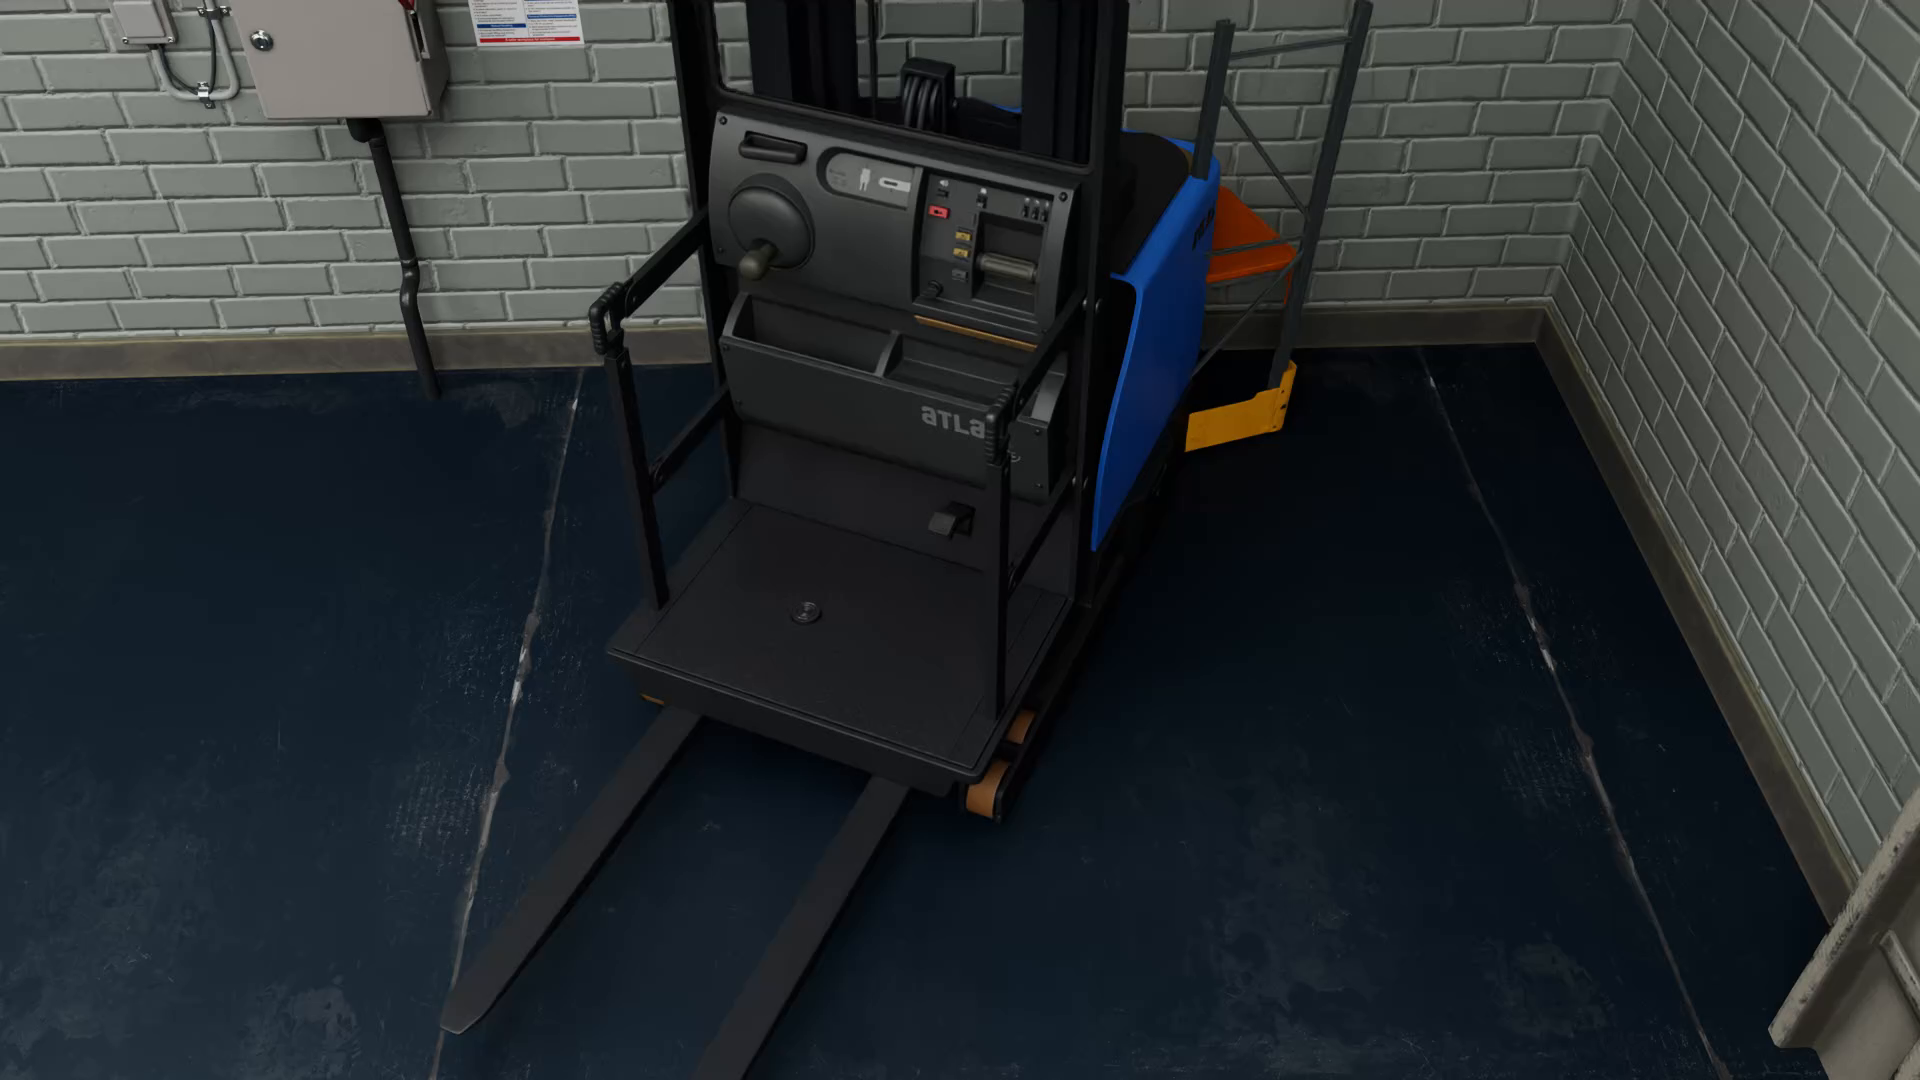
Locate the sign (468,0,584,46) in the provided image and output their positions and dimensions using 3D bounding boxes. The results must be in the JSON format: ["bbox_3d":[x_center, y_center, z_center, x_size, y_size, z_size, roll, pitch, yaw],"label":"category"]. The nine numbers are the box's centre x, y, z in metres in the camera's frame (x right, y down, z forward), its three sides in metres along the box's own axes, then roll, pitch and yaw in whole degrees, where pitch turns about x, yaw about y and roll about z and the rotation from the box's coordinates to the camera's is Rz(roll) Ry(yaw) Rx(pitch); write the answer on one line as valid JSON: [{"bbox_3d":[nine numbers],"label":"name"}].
[{"bbox_3d":[-1.324,-1.709,4.965,0.329,0.494,0.001,-2,43,-2],"label":"sign"}]

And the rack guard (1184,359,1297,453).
[{"bbox_3d":[0.831,-0.433,5.506,0.587,0.250,0.087,-14,44,-21],"label":"rack guard"}]

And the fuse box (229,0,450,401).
[{"bbox_3d":[-1.809,-1.115,5.200,0.539,1.711,0.414,-2,43,-2],"label":"fuse box"}]

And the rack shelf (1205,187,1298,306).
[{"bbox_3d":[0.659,-1.070,5.544,0.538,0.185,1.000,-14,44,-21],"label":"rack shelf"}]

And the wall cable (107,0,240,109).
[{"bbox_3d":[-2.497,-2.051,4.516,0.588,1.984,0.122,-2,43,-2],"label":"wall cable"}]

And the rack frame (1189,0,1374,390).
[{"bbox_3d":[0.881,-0.892,5.085,0.500,1.500,0.032,-14,44,-21],"label":"rack frame"}]

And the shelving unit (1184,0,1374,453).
[{"bbox_3d":[0.667,-1.211,5.432,0.587,1.500,1.083,-14,44,-21],"label":"shelving unit"}]

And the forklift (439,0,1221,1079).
[{"bbox_3d":[-0.262,-0.674,3.816,1.130,2.935,3.031,16,45,17],"label":"forklift"}]
